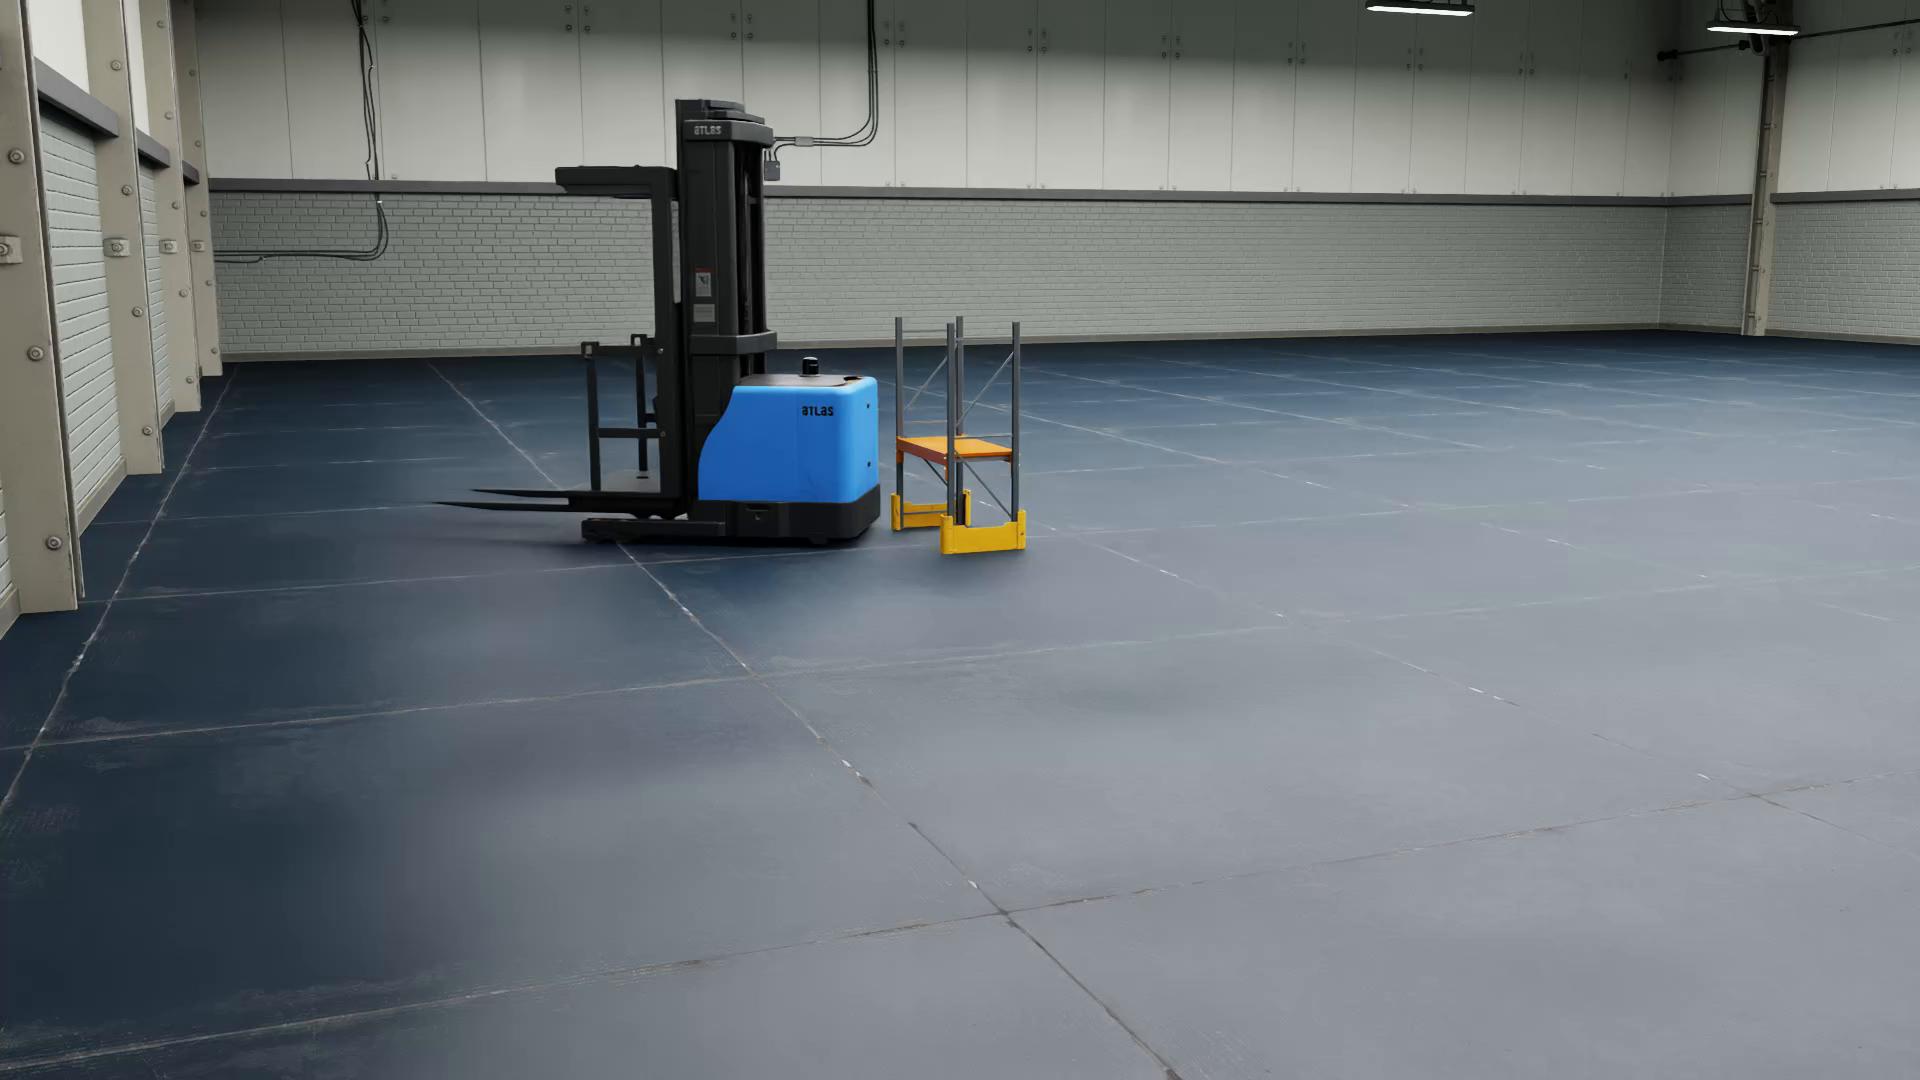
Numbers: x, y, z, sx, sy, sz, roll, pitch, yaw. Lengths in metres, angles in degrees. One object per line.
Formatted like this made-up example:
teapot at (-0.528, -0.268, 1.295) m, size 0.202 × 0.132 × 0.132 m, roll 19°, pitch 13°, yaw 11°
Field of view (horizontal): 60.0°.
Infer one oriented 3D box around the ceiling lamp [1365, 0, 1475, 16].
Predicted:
ceiling lamp at (7.642, -10.466, 27.894) m, size 2.000 × 3.185 × 0.800 m, roll -4°, pitch 11°, yaw -21°

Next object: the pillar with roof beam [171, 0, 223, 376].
pillar with roof beam at (-7.640, -7.277, 26.637) m, size 9.100 × 9.000 × 0.548 m, roll -4°, pitch 11°, yaw -21°

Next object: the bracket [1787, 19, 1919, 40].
bracket at (18.460, -10.265, 33.152) m, size 0.076 × 0.066 × 4.783 m, roll -4°, pitch 11°, yaw -21°

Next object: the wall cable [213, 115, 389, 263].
wall cable at (-11.488, -6.040, 28.548) m, size 3.097 × 2.526 × 0.112 m, roll -4°, pitch 11°, yaw -21°

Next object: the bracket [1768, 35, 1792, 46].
bracket at (17.526, -10.685, 35.517) m, size 0.235 × 0.232 × 0.430 m, roll -4°, pitch 11°, yaw -21°

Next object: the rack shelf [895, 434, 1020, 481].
rack shelf at (-0.031, -0.575, 11.399) m, size 0.538 × 0.185 × 1.000 m, roll -4°, pitch 11°, yaw -21°

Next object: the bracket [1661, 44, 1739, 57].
bracket at (16.580, -11.111, 37.911) m, size 0.076 × 0.066 × 3.189 m, roll -4°, pitch 11°, yaw -21°

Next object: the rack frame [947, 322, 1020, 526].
rack frame at (0.153, -0.669, 10.901) m, size 0.500 × 1.500 × 0.032 m, roll -4°, pitch 11°, yaw -21°

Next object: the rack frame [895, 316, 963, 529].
rack frame at (-0.215, -0.835, 11.834) m, size 0.500 × 1.500 × 0.032 m, roll -4°, pitch 11°, yaw -21°

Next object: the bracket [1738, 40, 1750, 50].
bracket at (17.225, -10.821, 36.278) m, size 0.235 × 0.232 × 0.430 m, roll -4°, pitch 11°, yaw -21°

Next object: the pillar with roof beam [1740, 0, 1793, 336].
pillar with roof beam at (13.694, -8.730, 34.803) m, size 9.100 × 9.000 × 0.548 m, roll -4°, pitch 11°, yaw -21°

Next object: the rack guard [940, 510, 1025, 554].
rack guard at (0.153, -0.054, 11.011) m, size 0.587 × 0.250 × 0.087 m, roll -4°, pitch 11°, yaw -21°

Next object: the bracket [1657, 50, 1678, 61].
bracket at (16.366, -11.207, 38.453) m, size 0.235 × 0.232 × 0.430 m, roll -4°, pitch 11°, yaw -21°

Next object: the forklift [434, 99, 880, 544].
forklift at (-2.133, -1.507, 11.522) m, size 3.031 × 2.935 × 1.130 m, roll 1°, pitch 10°, yaw 8°

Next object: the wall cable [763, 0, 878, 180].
wall cable at (-2.634, -9.843, 31.351) m, size 2.305 × 6.003 × 0.169 m, roll -4°, pitch 11°, yaw -21°

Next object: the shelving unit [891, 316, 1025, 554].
shelving unit at (-0.028, -0.751, 11.359) m, size 0.587 × 1.500 × 1.083 m, roll -4°, pitch 11°, yaw -21°

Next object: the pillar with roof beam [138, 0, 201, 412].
pillar with roof beam at (-5.466, -6.298, 21.131) m, size 9.100 × 9.000 × 0.400 m, roll -4°, pitch 11°, yaw -21°

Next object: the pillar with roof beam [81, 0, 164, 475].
pillar with roof beam at (-3.292, -5.319, 15.625) m, size 9.100 × 9.000 × 0.400 m, roll -4°, pitch 11°, yaw -21°

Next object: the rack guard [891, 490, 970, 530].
rack guard at (-0.208, -0.217, 11.925) m, size 0.587 × 0.250 × 0.087 m, roll -4°, pitch 11°, yaw -21°

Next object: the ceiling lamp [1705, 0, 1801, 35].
ceiling lamp at (14.483, -10.932, 30.513) m, size 2.000 × 3.185 × 0.800 m, roll -4°, pitch 11°, yaw -21°

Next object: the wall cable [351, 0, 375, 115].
wall cable at (-8.966, -8.698, 29.071) m, size 3.097 × 2.526 × 0.112 m, roll -4°, pitch 11°, yaw -21°

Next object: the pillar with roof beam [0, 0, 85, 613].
pillar with roof beam at (-1.117, -4.339, 10.120) m, size 9.100 × 9.000 × 0.400 m, roll -4°, pitch 11°, yaw -21°
